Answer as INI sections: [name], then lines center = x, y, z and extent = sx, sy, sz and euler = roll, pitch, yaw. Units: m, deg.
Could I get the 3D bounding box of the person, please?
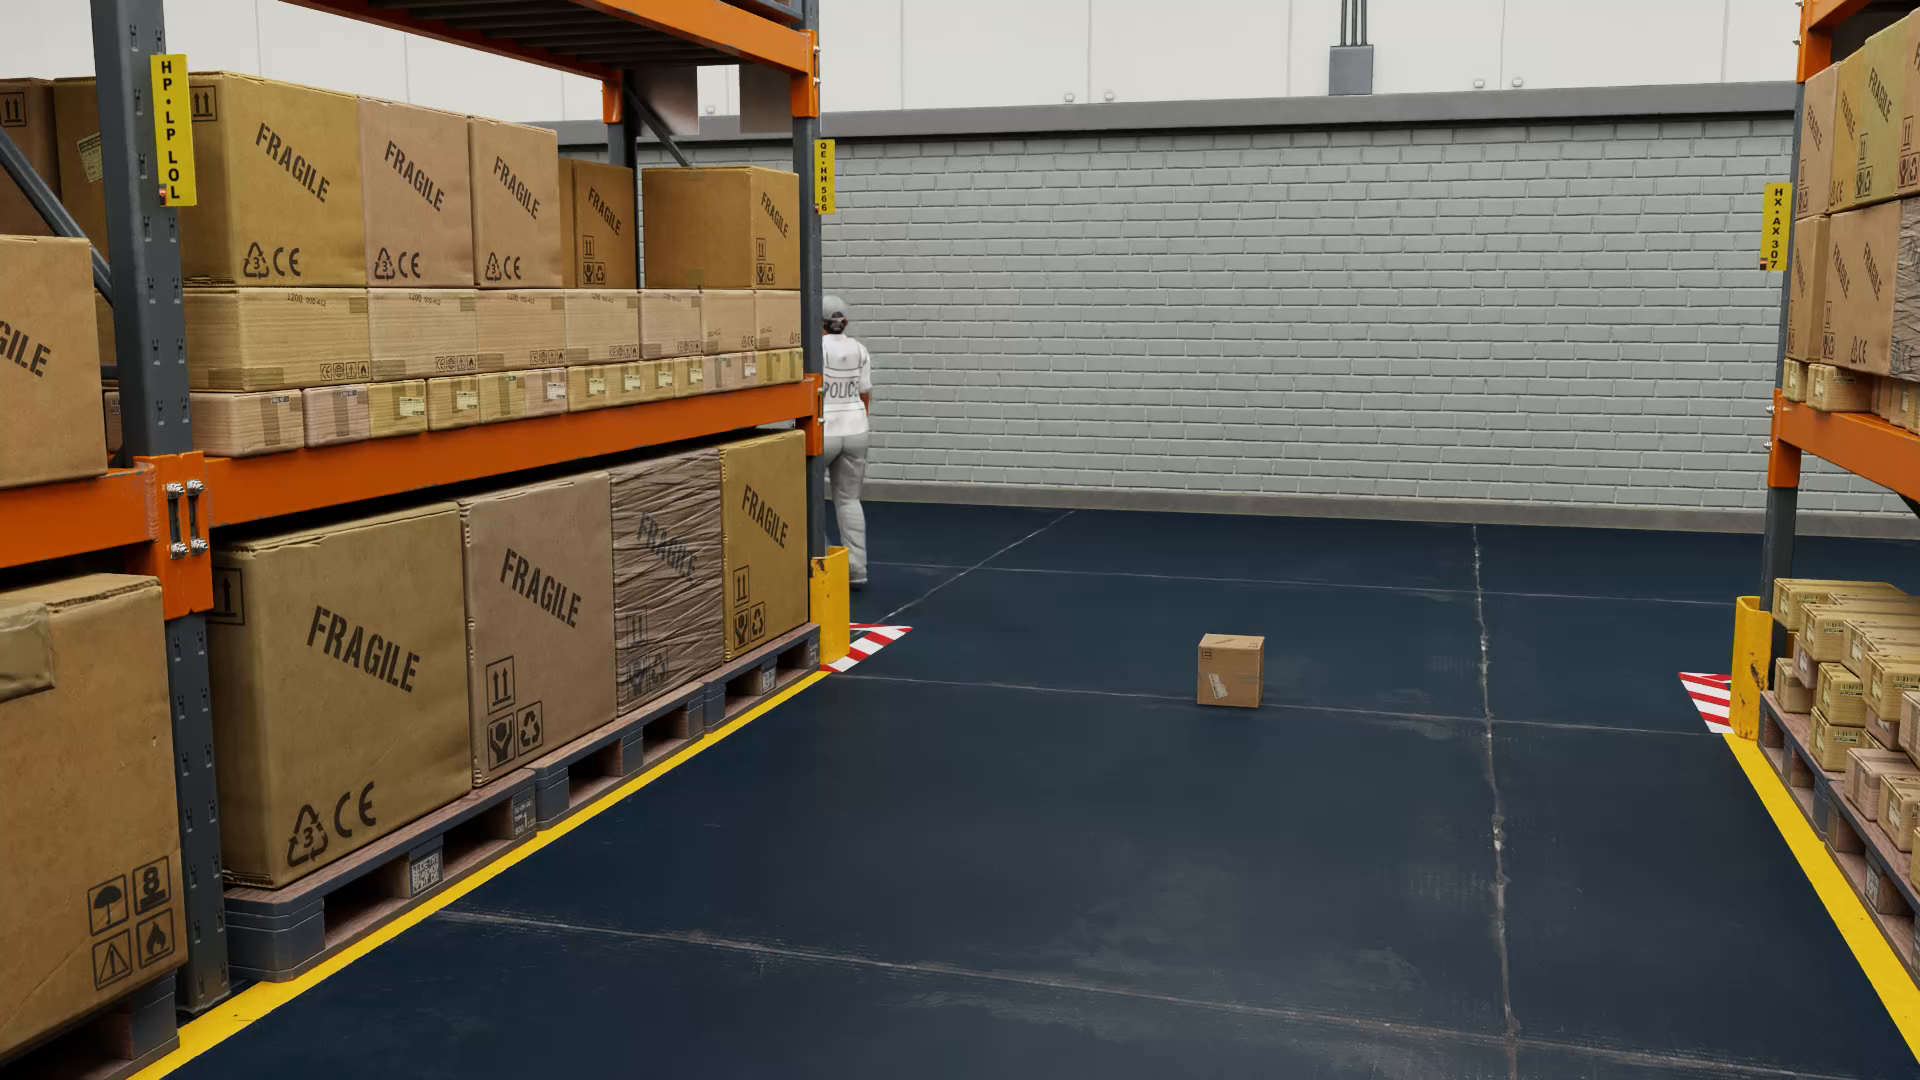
[person]
center = -0.752, -0.529, 9.536
extent = 0.511, 1.734, 0.504
euler = -6, 10, -35
